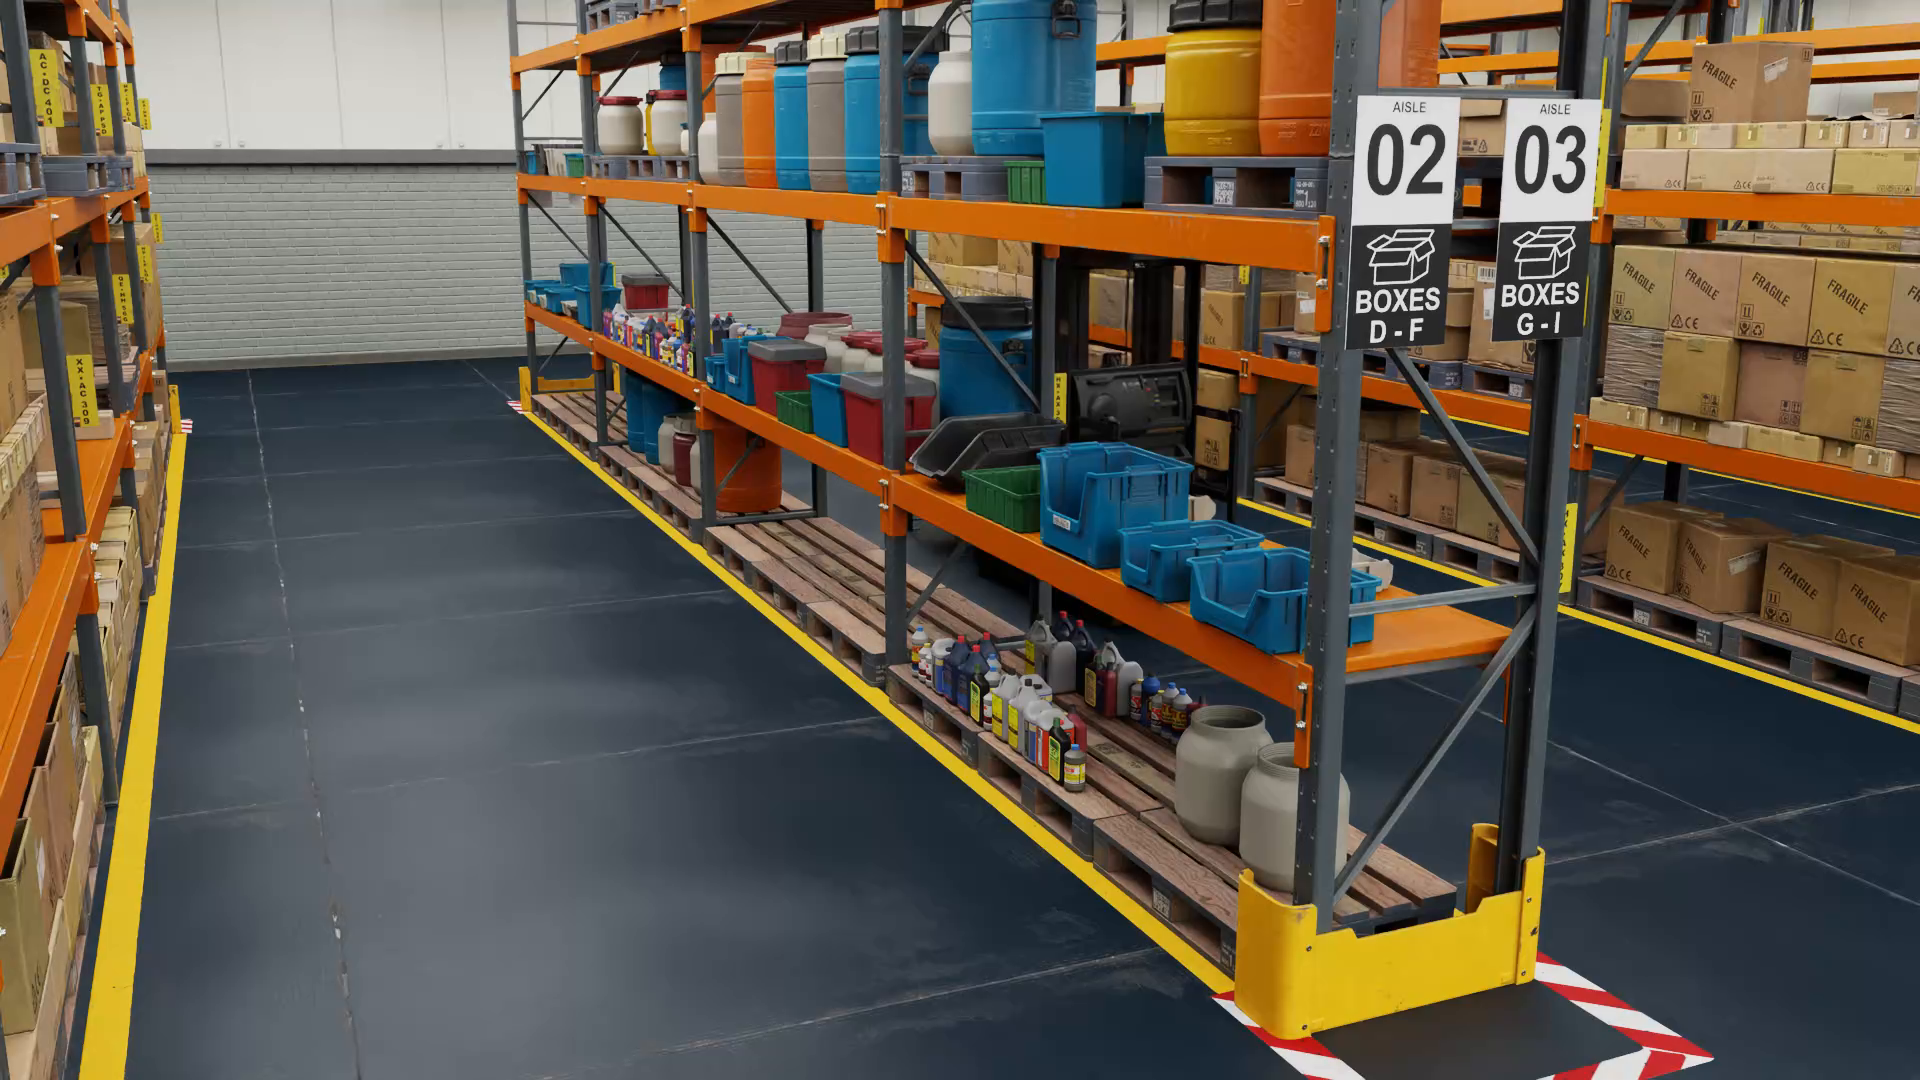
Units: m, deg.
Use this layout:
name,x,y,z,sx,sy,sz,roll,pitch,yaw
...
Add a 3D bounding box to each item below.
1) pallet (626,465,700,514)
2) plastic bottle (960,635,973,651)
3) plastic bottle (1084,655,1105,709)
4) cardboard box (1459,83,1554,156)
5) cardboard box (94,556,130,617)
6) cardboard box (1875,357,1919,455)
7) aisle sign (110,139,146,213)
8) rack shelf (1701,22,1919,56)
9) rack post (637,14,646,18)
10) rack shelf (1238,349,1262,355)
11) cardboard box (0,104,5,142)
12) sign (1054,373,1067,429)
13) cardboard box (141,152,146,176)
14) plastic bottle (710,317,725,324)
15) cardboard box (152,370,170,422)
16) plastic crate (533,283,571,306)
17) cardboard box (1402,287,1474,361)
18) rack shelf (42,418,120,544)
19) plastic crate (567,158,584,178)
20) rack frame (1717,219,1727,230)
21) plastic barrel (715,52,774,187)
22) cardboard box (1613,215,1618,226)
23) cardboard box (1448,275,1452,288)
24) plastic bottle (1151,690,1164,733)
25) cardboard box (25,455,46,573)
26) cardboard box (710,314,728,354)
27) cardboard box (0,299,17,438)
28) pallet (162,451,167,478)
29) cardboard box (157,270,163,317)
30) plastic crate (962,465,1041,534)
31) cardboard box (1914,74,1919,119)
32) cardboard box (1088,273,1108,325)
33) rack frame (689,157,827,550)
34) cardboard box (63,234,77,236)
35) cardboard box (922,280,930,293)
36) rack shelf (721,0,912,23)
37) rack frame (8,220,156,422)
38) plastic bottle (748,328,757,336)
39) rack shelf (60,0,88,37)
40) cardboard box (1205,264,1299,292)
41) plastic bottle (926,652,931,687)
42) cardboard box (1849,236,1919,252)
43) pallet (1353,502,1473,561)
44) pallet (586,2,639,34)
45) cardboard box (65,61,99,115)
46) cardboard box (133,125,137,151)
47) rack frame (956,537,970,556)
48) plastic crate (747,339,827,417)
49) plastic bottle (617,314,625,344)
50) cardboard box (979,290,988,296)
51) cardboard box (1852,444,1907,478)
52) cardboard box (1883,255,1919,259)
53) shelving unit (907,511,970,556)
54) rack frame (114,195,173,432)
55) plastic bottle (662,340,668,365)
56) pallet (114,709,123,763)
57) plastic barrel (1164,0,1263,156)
name,x,y,z,sx,sy,sz,roll,pitch,yaw
pallet,-2.386,-0.490,15.019,1.003,0.211,1.213,-6,14,-23
plastic bottle,0.033,0.658,8.924,0.061,0.283,0.133,-6,14,-23
plastic bottle,0.700,0.726,8.630,0.061,0.283,0.133,-6,14,-23
cardboard box,4.117,-3.076,12.193,0.797,0.503,0.637,-5,14,-21
cardboard box,-5.039,0.272,9.466,0.500,0.311,0.500,-5,14,-21
cardboard box,5.529,-0.742,9.040,0.875,0.500,0.500,-6,14,-23
aisle sign,-9.039,-3.952,18.028,0.394,0.787,0.004,-6,14,-23
rack shelf,8.377,-4.276,14.372,1.077,0.370,4.000,-6,14,-23
rack post,-2.222,-4.537,14.123,0.937,0.300,0.954,-4,14,-17
rack shelf,2.190,-2.043,16.707,0.919,0.124,3.809,-6,14,-23
cardboard box,-4.946,-1.999,8.103,0.500,0.250,0.500,-7,15,-28
sign,0.564,-0.794,9.532,0.100,0.325,0.005,-6,14,-23
cardboard box,-8.845,-3.950,17.464,0.500,0.250,0.500,-6,14,-23
plastic bottle,-2.200,-1.896,15.185,0.152,0.276,0.135,-6,14,-23
cardboard box,-8.848,-1.550,17.984,0.500,0.500,0.500,-6,14,-23
plastic crate,-4.691,-2.821,19.146,0.416,0.233,0.300,-6,14,-23
cardboard box,3.814,-1.663,12.744,0.797,0.503,0.637,-4,14,-17
rack shelf,-0.070,-4.152,15.239,15.826,4.752,11.863,-6,14,-23
plastic crate,-3.596,-3.682,16.446,0.450,0.188,0.662,-6,14,-23
rack frame,10.469,-3.607,22.300,1.000,3.000,0.127,-6,14,-23
plastic barrel,-1.417,-2.954,11.717,0.600,0.901,0.600,0,13,0
cardboard box,9.425,-4.529,23.847,0.500,0.500,0.500,-6,14,-23
cardboard box,5.827,-3.041,19.483,0.380,0.149,0.250,-5,14,-22
plastic bottle,1.000,0.849,8.278,0.097,0.201,0.097,0,13,0
cardboard box,-4.301,-0.122,7.024,0.700,0.500,0.500,-6,14,-24
cardboard box,-2.126,-1.811,14.650,0.147,0.351,0.187,-6,14,-24
cardboard box,-4.098,-0.650,6.427,0.700,0.500,0.500,-6,14,-23
pallet,-7.964,-0.601,15.498,1.003,0.211,1.213,-6,14,-23
cardboard box,-8.863,-2.625,17.836,0.500,0.500,0.500,-5,14,-21
plastic crate,0.340,-0.202,8.061,0.450,0.188,0.662,-6,14,-23
cardboard box,5.343,-2.428,8.566,0.500,0.500,0.500,-6,14,-23
cardboard box,1.546,-2.539,17.465,0.500,0.500,0.500,-6,14,-23
rack frame,-1.547,-1.438,12.929,1.000,3.000,0.127,-6,14,-23
cardboard box,-8.337,-2.540,15.253,0.500,0.500,0.500,-6,14,-24
cardboard box,-0.270,-3.259,21.358,0.380,0.149,0.250,-6,14,-24
rack shelf,-0.746,-3.472,10.578,0.831,0.071,3.687,-6,14,-23
rack frame,-7.690,-1.817,14.570,1.000,3.000,0.127,-6,14,-23
plastic bottle,-2.200,-1.909,15.252,0.097,0.271,2.212,-6,14,-23
rack shelf,-5.286,-2.955,8.664,1.077,0.370,4.000,-6,14,-23
cardboard box,2.713,-2.575,15.397,0.797,0.503,0.637,-5,14,-21
plastic bottle,-0.137,0.685,8.987,0.097,0.201,0.097,0,13,0
cardboard box,8.363,-2.439,14.815,0.700,0.500,0.500,-6,14,-24
pallet,3.787,-0.113,13.391,1.003,0.211,1.213,-6,14,-23
pallet,-2.790,-4.732,15.163,1.003,0.211,1.213,-6,14,-23
cardboard box,-7.919,-3.912,14.527,0.700,0.500,0.500,-6,14,-23
cardboard box,-8.249,-3.883,16.066,0.500,0.250,0.500,-6,14,-23
rack frame,0.201,-0.444,12.795,0.500,1.125,0.032,-6,14,-23
plastic crate,-1.180,-1.107,11.360,0.402,0.464,0.583,-6,14,-23
plastic bottle,-3.145,-1.969,15.512,0.097,0.271,0.097,0,13,0
cardboard box,0.451,-2.888,19.753,0.380,0.149,0.250,-6,14,-24
cardboard box,5.195,-0.451,9.221,0.380,0.149,0.250,-6,14,-23
cardboard box,5.624,-1.361,9.500,0.500,0.500,0.500,-6,14,-23
shelving unit,11.232,-2.523,10.967,19.663,6.000,13.307,-6,14,-23
rack frame,-9.292,-2.644,18.141,1.000,3.000,0.127,-6,14,-23
plastic bottle,-2.456,-1.580,13.984,0.097,0.201,0.097,0,13,0
pallet,-4.816,1.045,8.386,1.003,0.211,1.213,-6,14,-23
plastic barrel,1.084,-1.767,6.349,0.600,0.588,0.600,0,13,0
